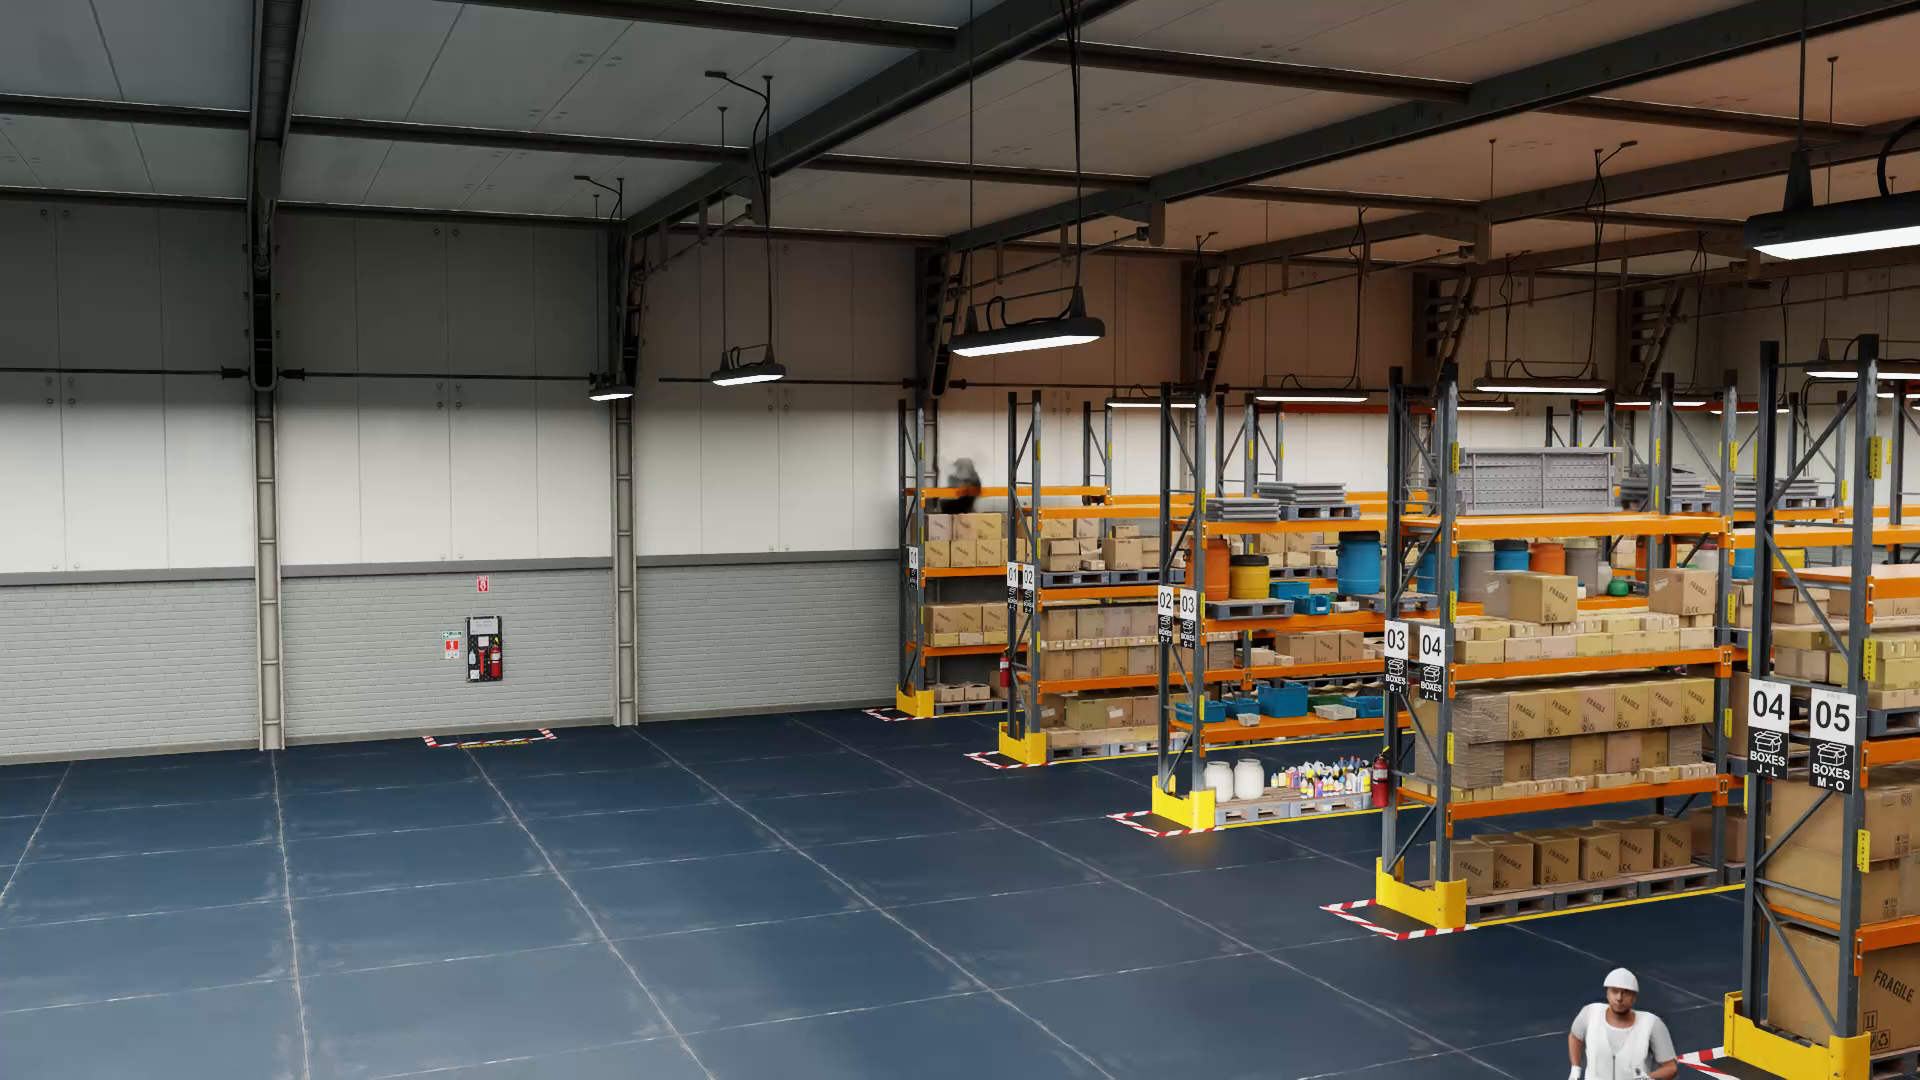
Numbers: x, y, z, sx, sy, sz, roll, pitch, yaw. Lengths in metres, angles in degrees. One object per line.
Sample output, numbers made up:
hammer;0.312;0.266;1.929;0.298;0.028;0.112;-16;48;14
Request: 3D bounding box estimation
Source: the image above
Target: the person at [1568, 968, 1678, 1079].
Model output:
person;4.286;3.639;10.794;0.689;1.761;0.877;2;4;28
